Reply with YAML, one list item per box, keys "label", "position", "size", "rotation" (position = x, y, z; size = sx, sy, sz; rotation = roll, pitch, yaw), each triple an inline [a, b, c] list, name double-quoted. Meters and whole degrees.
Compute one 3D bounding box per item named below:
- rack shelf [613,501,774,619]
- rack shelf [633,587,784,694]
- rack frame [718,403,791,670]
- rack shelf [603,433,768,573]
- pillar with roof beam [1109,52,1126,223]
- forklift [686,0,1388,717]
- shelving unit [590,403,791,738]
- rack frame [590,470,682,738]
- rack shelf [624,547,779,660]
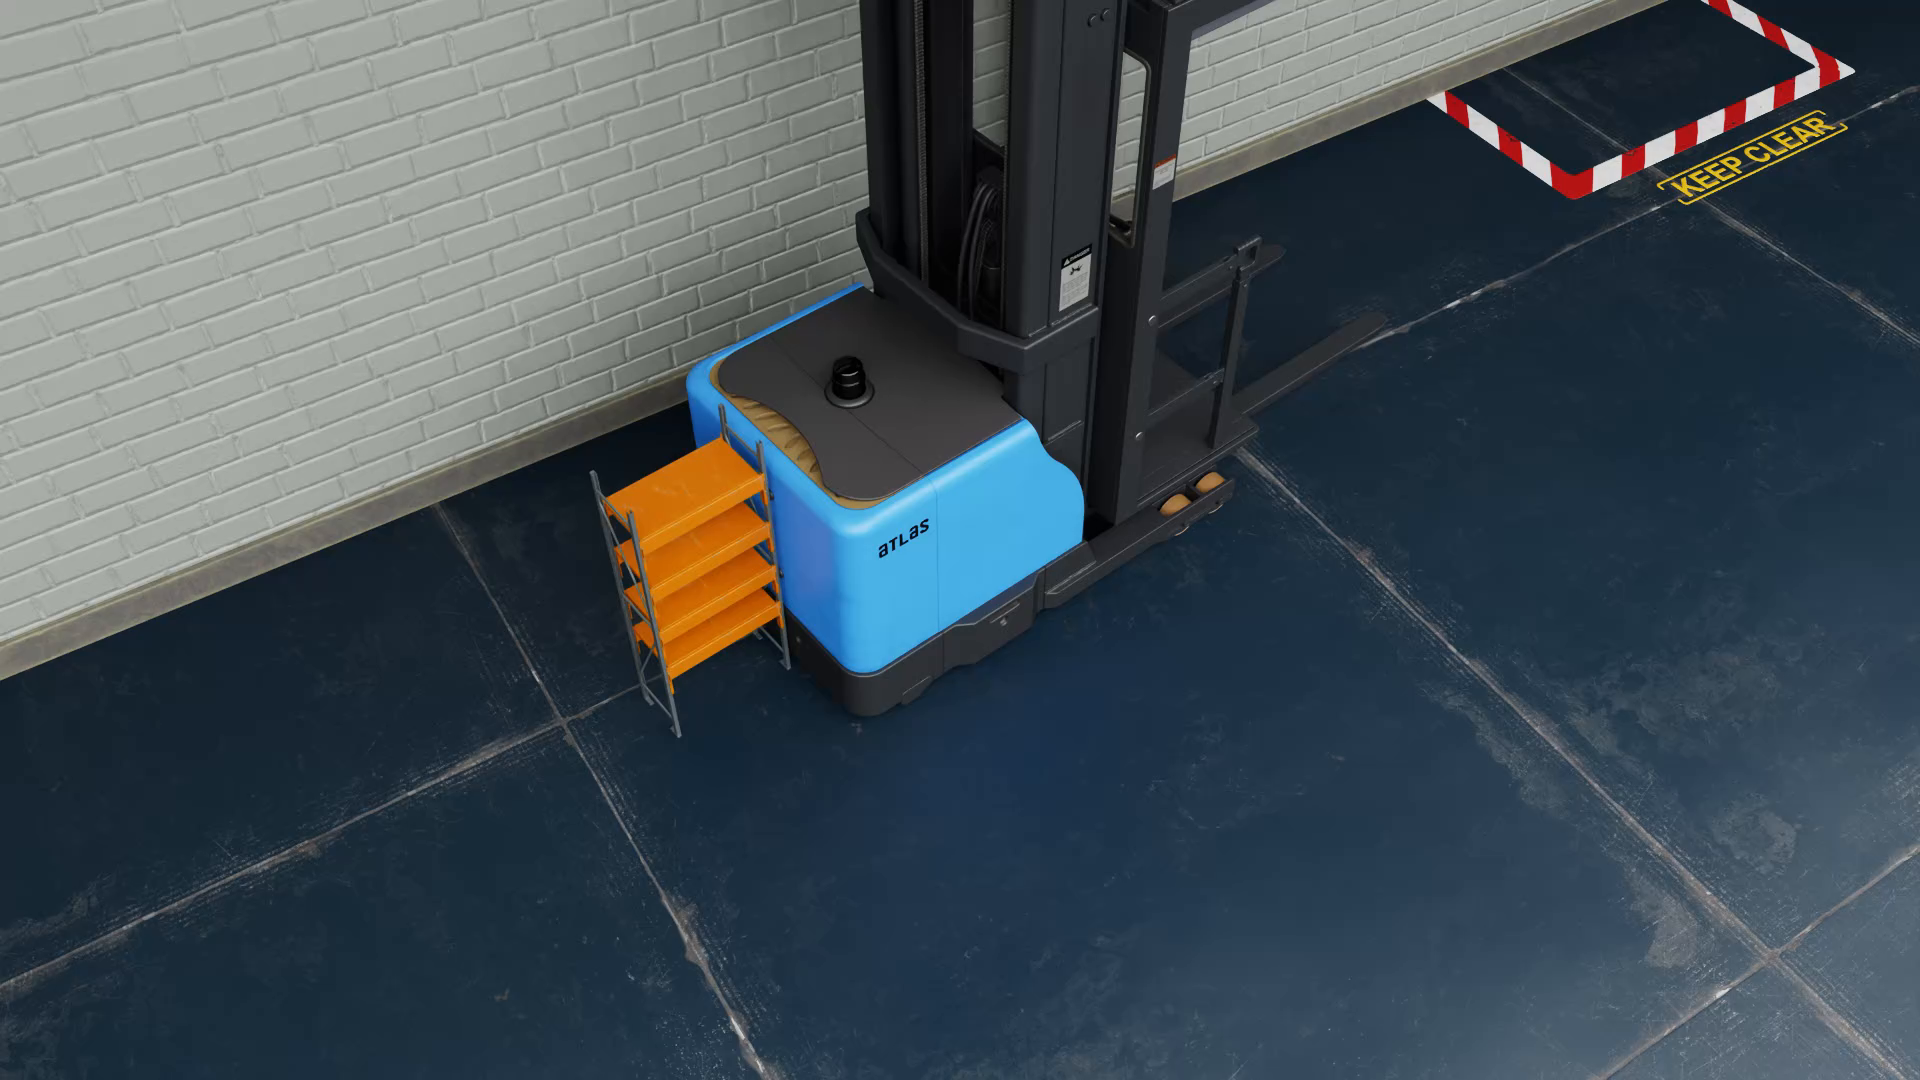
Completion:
- label: "rack shelf"
  position: [-0.907, 0.030, 5.656]
  size: [0.480, 0.148, 0.258]
  rotation: [-31, 55, -25]
- label: "rack shelf"
  position: [-0.907, 0.311, 5.971]
  size: [0.480, 0.148, 0.258]
  rotation: [-31, 55, -25]
- label: "rack frame"
  position: [-0.718, 0.019, 5.875]
  size: [0.015, 1.200, 0.240]
  rotation: [-31, 55, -25]
- label: "rack shelf"
  position: [-0.907, -0.127, 5.479]
  size: [0.480, 0.148, 0.258]
  rotation: [-31, 55, -25]
- label: "pillar with roof beam"
  position: [2.745, -1.549, 2.049]
  size: [0.400, 9.000, 9.100]
  rotation: [-25, 53, -21]
- label: "forklift"
  position: [0.488, -1.272, 5.865]
  size: [3.031, 2.935, 1.130]
  rotation: [-31, 55, -25]
- label: "shelving unit"
  position: [-0.907, 0.134, 5.773]
  size: [0.503, 1.200, 0.258]
  rotation: [-31, 55, -25]
- label: "rack frame"
  position: [-1.096, 0.249, 5.670]
  size: [0.015, 1.200, 0.240]
  rotation: [-31, 55, -25]
- label: "rack shelf"
  position: [-0.907, 0.179, 5.823]
  size: [0.480, 0.148, 0.258]
  rotation: [-31, 55, -25]
